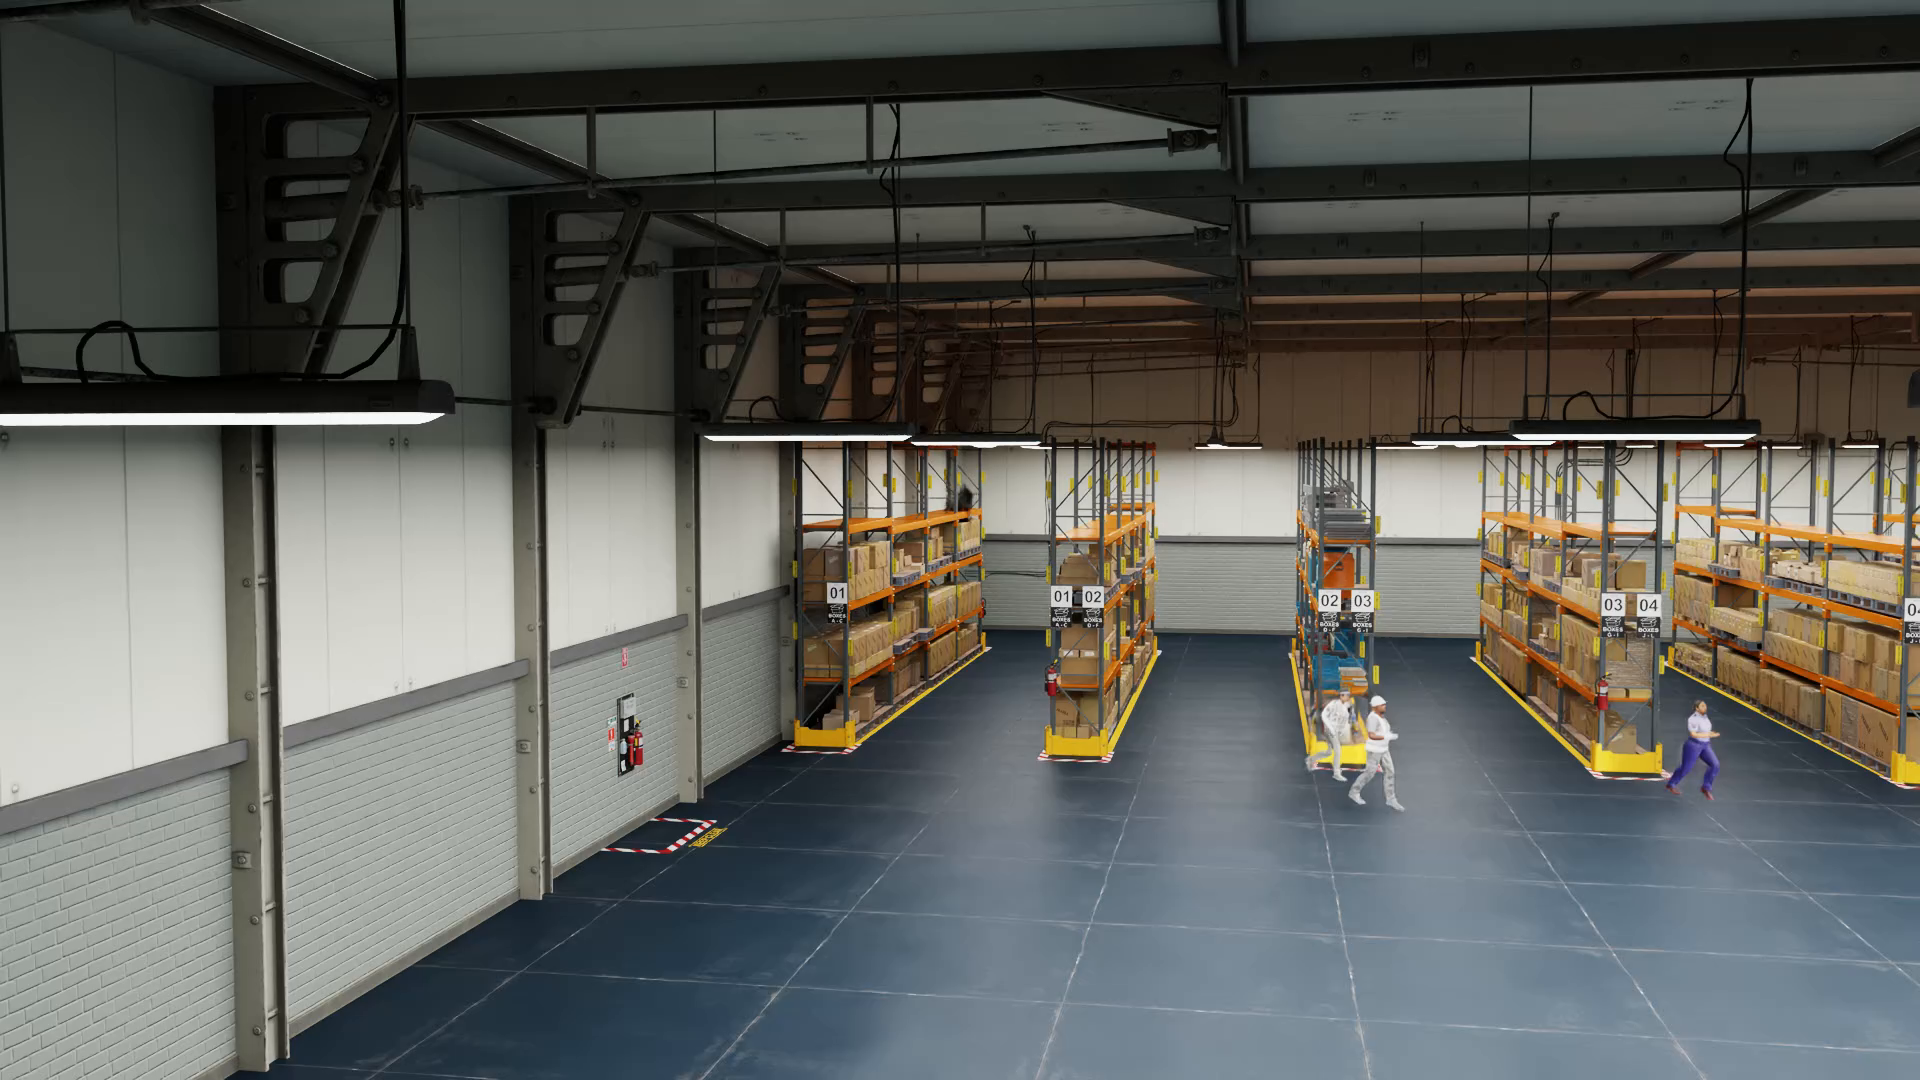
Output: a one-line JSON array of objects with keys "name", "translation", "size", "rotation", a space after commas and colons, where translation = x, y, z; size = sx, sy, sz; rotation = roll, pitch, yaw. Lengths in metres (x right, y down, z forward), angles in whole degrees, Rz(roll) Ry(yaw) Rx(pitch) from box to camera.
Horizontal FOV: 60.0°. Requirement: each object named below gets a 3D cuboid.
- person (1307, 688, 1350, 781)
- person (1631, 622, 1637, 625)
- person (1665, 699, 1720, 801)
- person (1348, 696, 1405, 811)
[{"name": "person", "translation": [6.528, 3.382, 29.300], "size": [0.601, 1.636, 0.859], "rotation": [-2, 4, -37]}, {"name": "person", "translation": [18.056, 2.484, 45.387], "size": [0.553, 1.667, 0.761], "rotation": [-1, 3, -24]}, {"name": "person", "translation": [12.142, 3.457, 27.433], "size": [0.612, 1.686, 0.869], "rotation": [-2, 4, -34]}, {"name": "person", "translation": [6.649, 3.404, 26.608], "size": [0.884, 1.825, 0.672], "rotation": [2, 4, 36]}]
